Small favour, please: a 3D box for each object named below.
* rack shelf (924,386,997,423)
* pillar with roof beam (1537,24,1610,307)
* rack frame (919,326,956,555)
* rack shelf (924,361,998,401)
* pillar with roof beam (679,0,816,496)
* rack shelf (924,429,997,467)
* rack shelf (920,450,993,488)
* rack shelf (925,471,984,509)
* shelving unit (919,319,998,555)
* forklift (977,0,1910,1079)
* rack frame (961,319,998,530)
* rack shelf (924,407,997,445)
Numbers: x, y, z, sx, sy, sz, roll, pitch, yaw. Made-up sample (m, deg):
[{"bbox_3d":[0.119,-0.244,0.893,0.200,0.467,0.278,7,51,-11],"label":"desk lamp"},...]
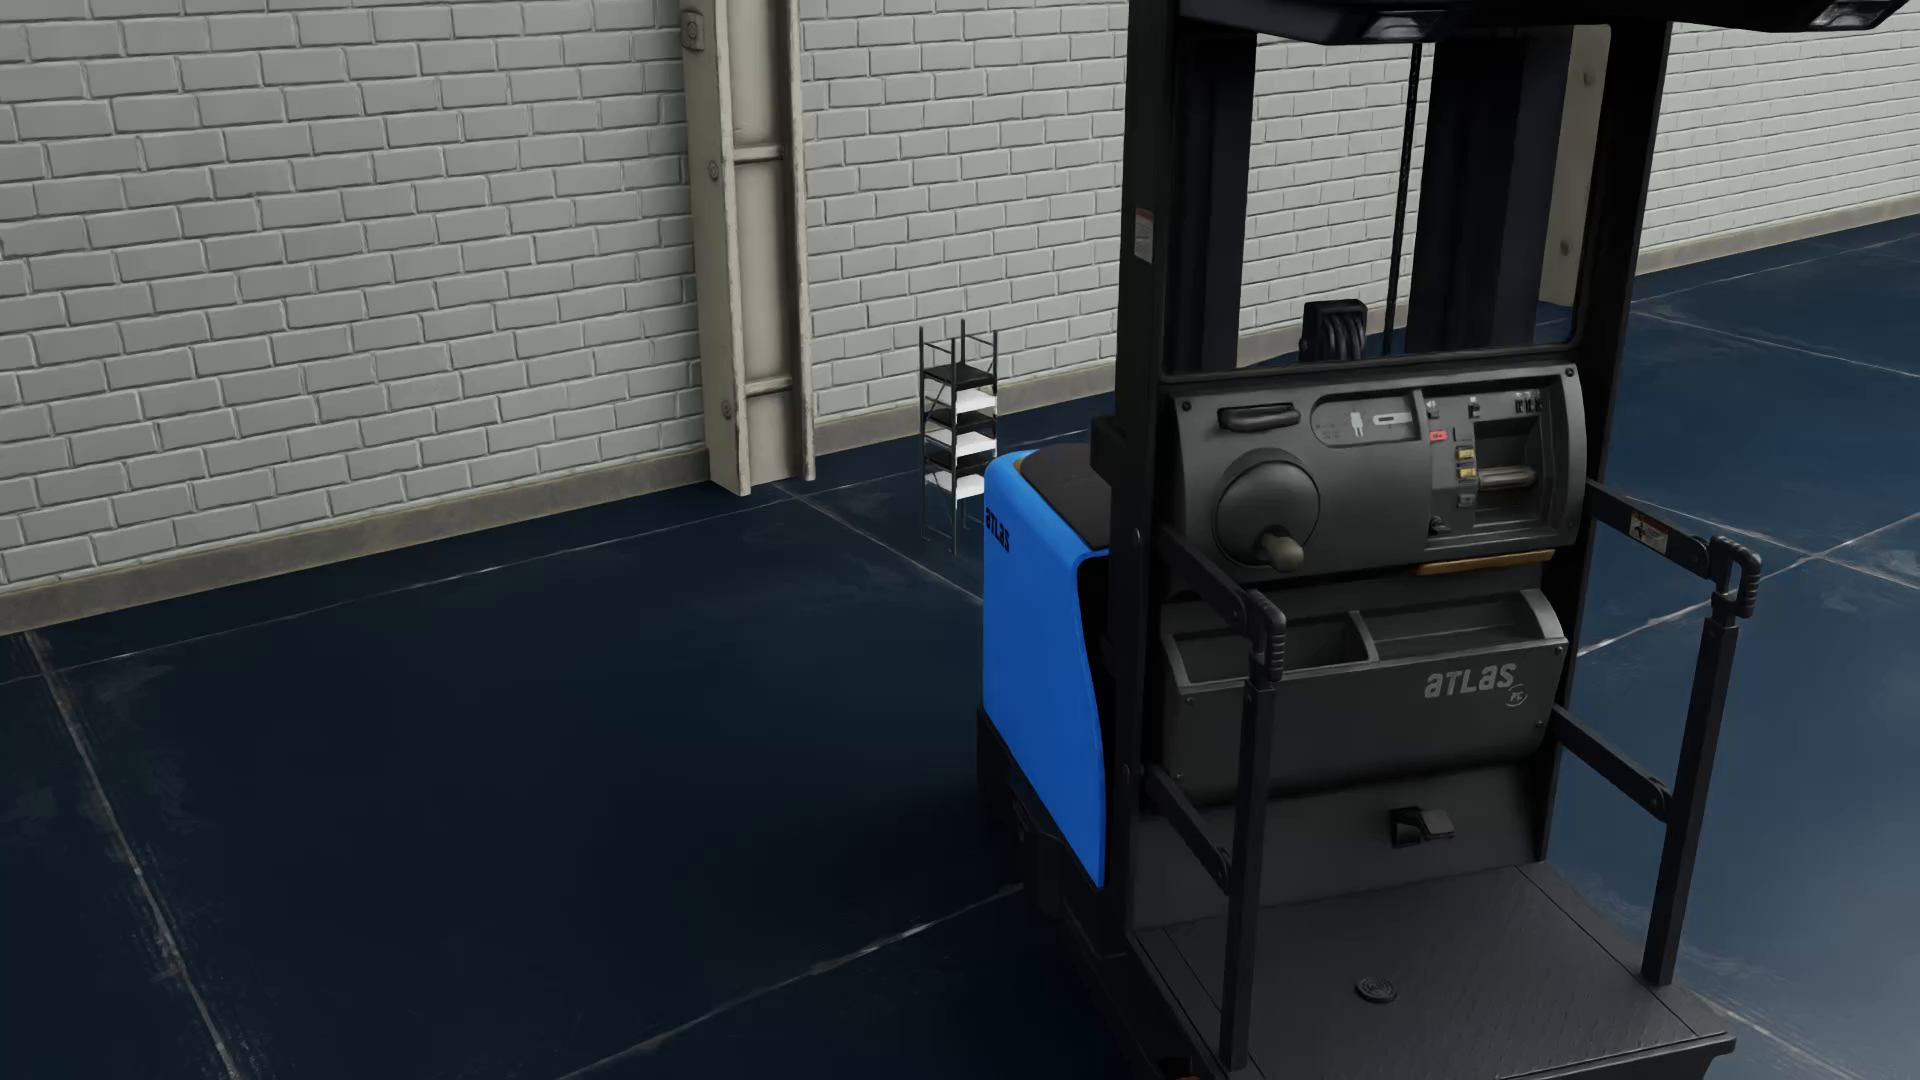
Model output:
[{"bbox_3d":[-0.007,-0.552,6.671,0.200,0.077,0.258,-15,26,-33],"label":"rack shelf"},{"bbox_3d":[6.478,-4.466,5.946,0.400,9.000,9.100,-15,26,-33],"label":"pillar with roof beam"},{"bbox_3d":[-0.089,-0.394,6.670,0.006,0.900,0.240,-15,26,-33],"label":"rack frame"},{"bbox_3d":[-0.007,-0.636,6.637,0.200,0.077,0.258,-15,26,-33],"label":"rack shelf"},{"bbox_3d":[1.608,-3.167,2.691,0.400,9.000,9.100,-15,26,-33],"label":"pillar with roof beam"},{"bbox_3d":[-0.007,-0.385,6.738,0.200,0.077,0.258,-15,26,-33],"label":"rack shelf"},{"bbox_3d":[-0.007,-0.302,6.771,0.200,0.077,0.258,-15,26,-33],"label":"rack shelf"},{"bbox_3d":[-0.007,-0.218,6.804,0.200,0.077,0.258,-15,26,-33],"label":"rack shelf"},{"bbox_3d":[-0.007,-0.416,6.725,0.210,0.900,0.258,-15,26,-33],"label":"shelving unit"},{"bbox_3d":[0.944,-0.131,3.269,1.130,2.935,3.031,-6,23,-15],"label":"forklift"},{"bbox_3d":[0.076,-0.438,6.780,0.006,0.900,0.240,-15,26,-33],"label":"rack frame"},{"bbox_3d":[-0.007,-0.469,6.704,0.200,0.077,0.258,-15,26,-33],"label":"rack shelf"}]
